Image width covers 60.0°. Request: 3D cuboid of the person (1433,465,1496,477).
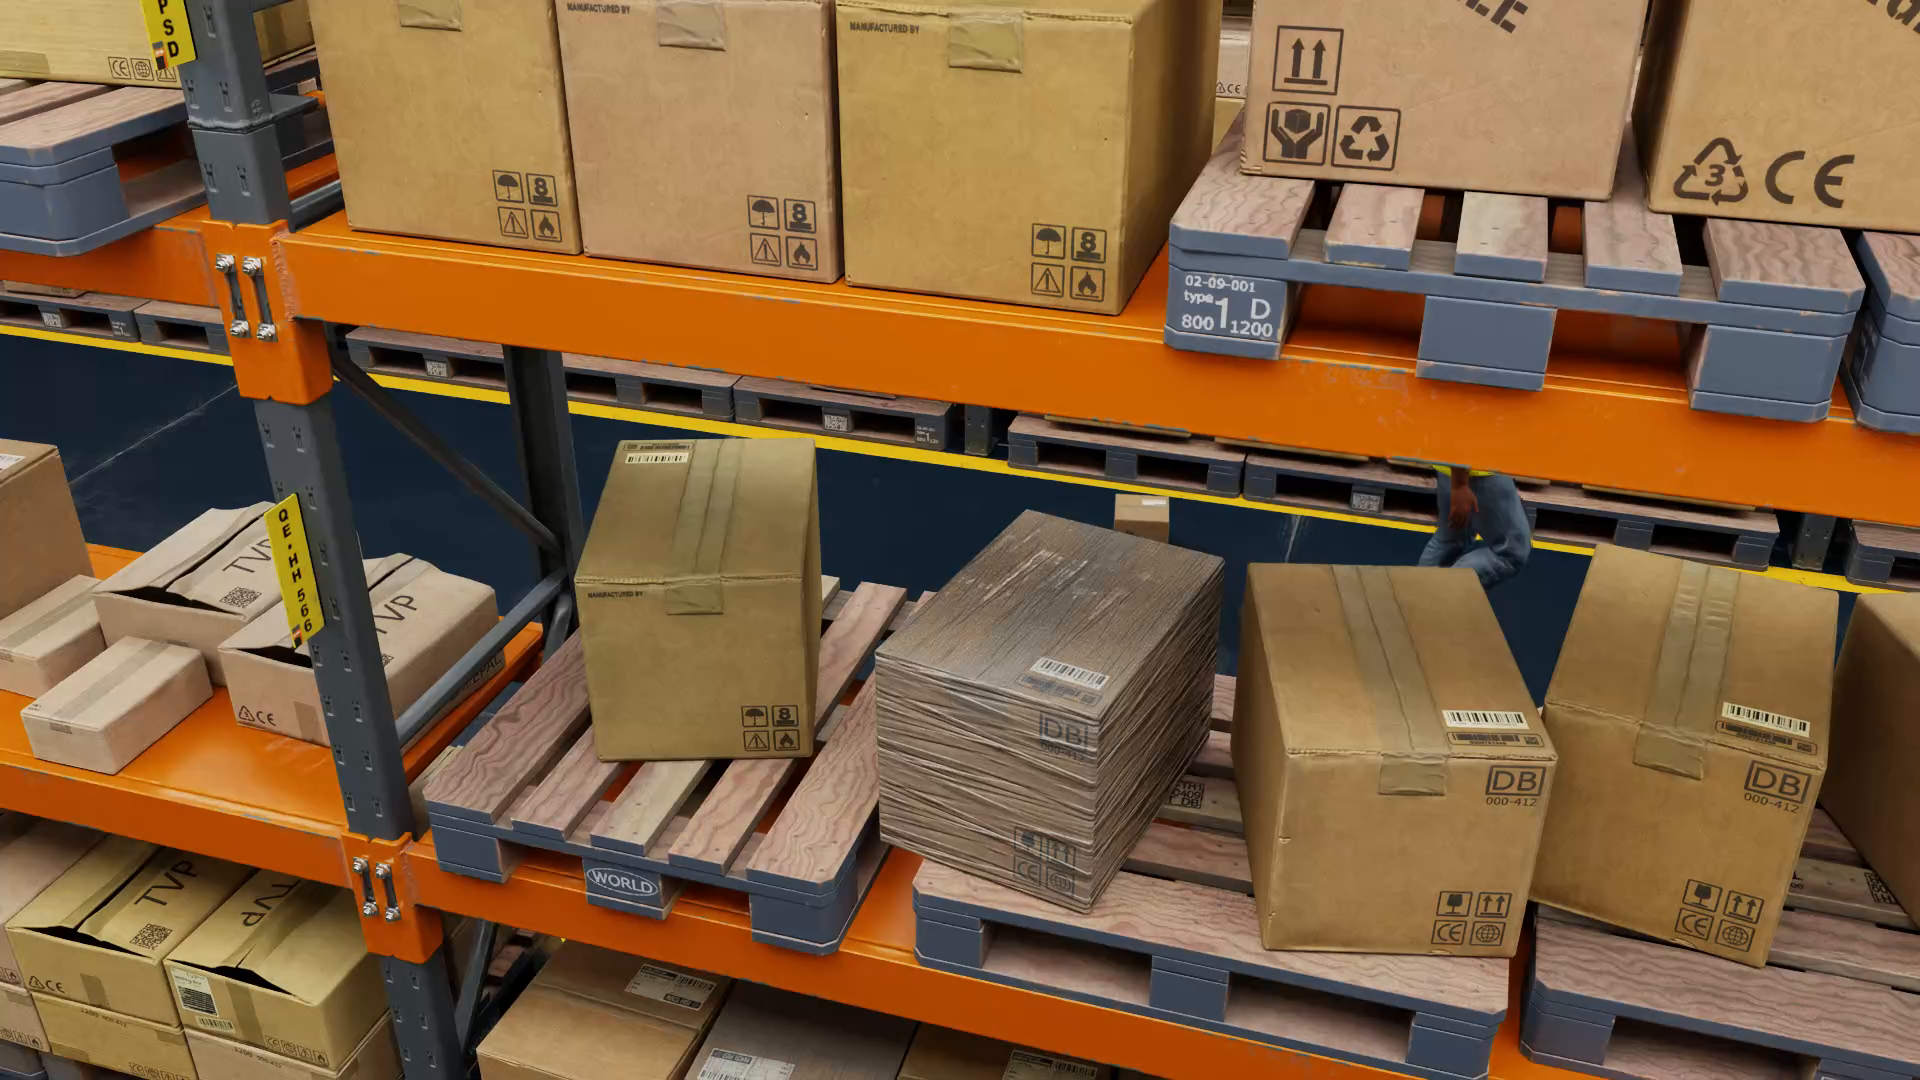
[{"bbox_3d":[-5.616,2.425,0.243,14.058,3.178,15.830,3,29,5],"label":"person"}]
